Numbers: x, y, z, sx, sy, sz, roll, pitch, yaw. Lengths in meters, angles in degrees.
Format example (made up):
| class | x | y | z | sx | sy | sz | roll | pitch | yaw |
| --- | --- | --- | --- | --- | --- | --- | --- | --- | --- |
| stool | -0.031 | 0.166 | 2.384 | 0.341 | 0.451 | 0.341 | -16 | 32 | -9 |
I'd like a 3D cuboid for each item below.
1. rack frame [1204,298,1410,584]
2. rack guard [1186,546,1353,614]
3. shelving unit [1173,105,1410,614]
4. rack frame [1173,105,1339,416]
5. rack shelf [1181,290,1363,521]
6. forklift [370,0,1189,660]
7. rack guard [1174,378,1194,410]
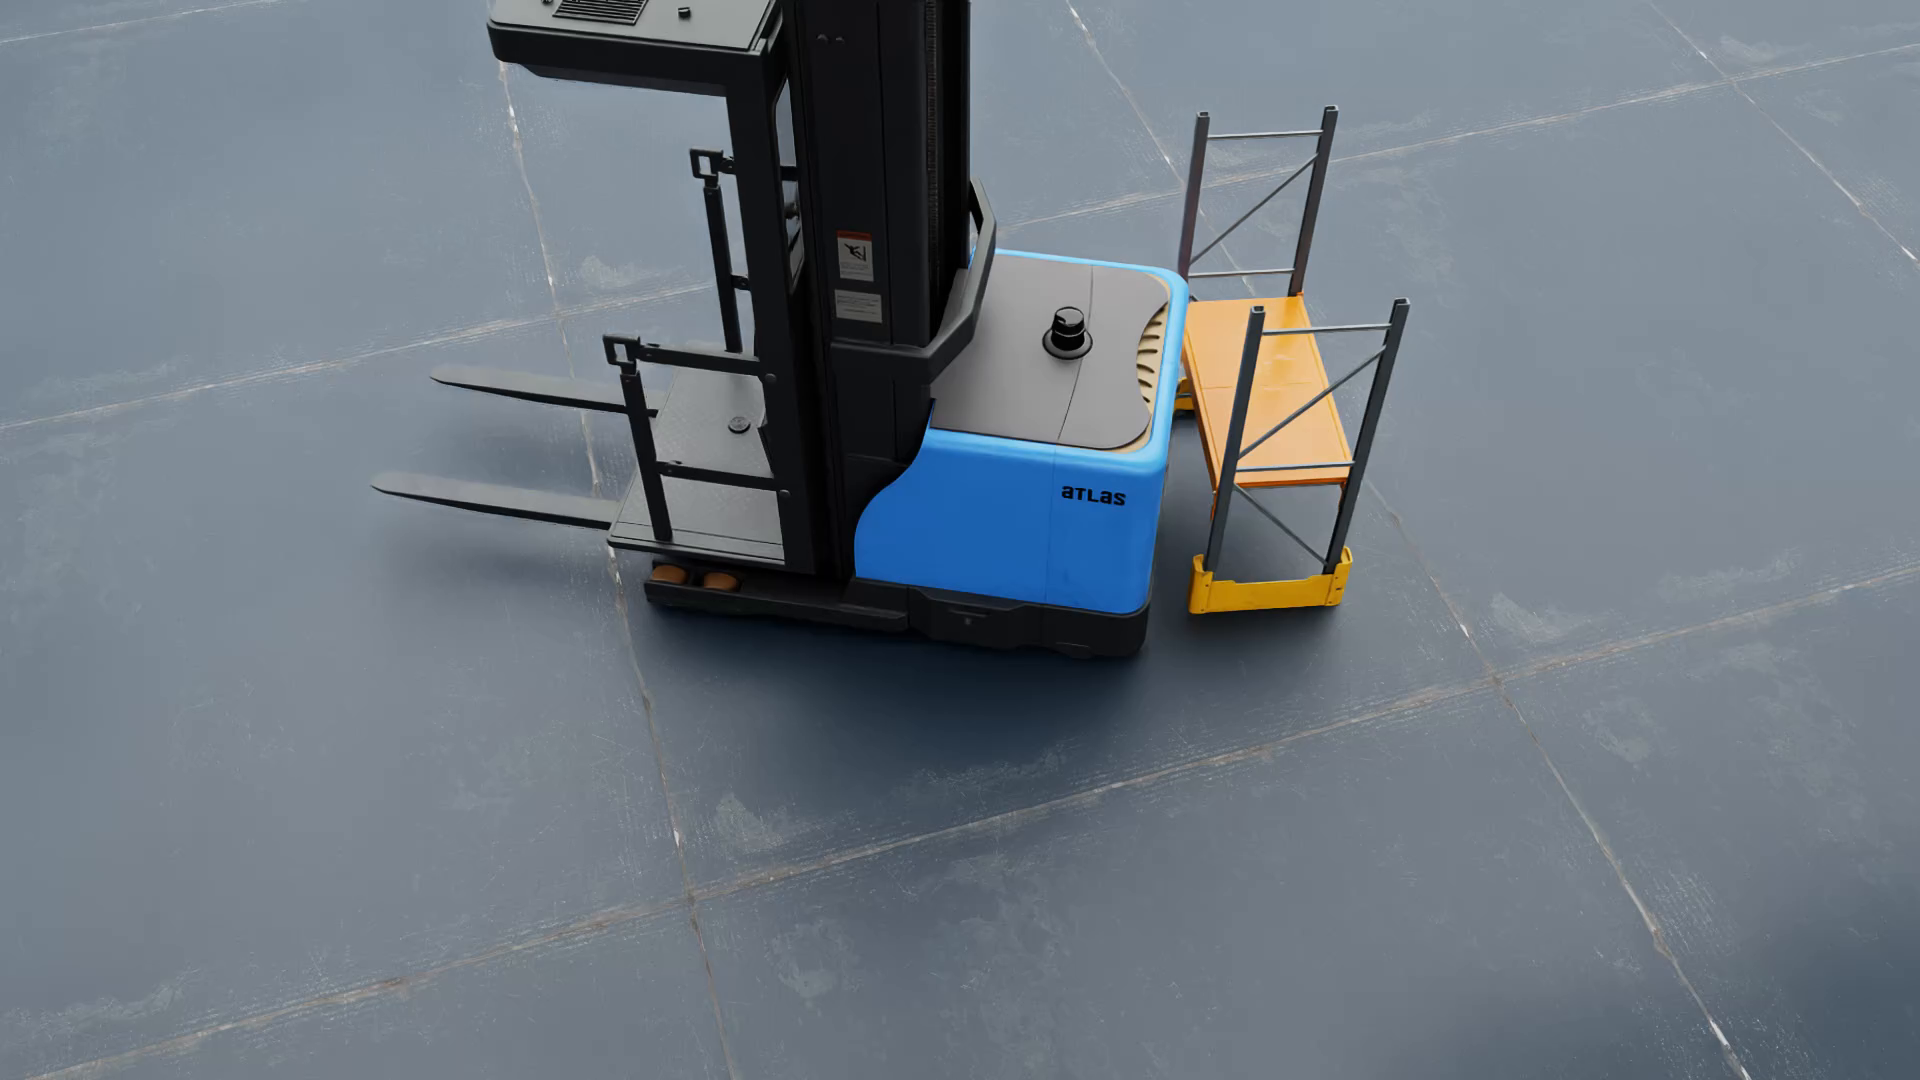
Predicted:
| class | x | y | z | sx | sy | sz | roll | pitch | yaw |
| --- | --- | --- | --- | --- | --- | --- | --- | --- | --- |
| rack frame | 1.158 | -0.251 | 5.770 | 0.500 | 1.500 | 0.032 | -3 | 50 | -3 |
| rack guard | 1.158 | 0.151 | 6.249 | 0.587 | 0.250 | 0.087 | -3 | 50 | -3 |
| shelving unit | 1.121 | -0.632 | 6.091 | 0.587 | 1.500 | 1.083 | -3 | 50 | -3 |
| rack frame | 1.083 | -1.026 | 6.424 | 0.500 | 1.500 | 0.032 | -3 | 50 | -3 |
| rack shelf | 1.120 | -0.523 | 6.234 | 0.538 | 0.185 | 1.000 | -3 | 50 | -3 |
| forklift | -0.733 | -1.057 | 5.514 | 3.031 | 2.935 | 1.130 | 8 | 50 | 7 |
| rack guard | 1.084 | -0.608 | 6.889 | 0.587 | 0.250 | 0.087 | -3 | 50 | -3 |
